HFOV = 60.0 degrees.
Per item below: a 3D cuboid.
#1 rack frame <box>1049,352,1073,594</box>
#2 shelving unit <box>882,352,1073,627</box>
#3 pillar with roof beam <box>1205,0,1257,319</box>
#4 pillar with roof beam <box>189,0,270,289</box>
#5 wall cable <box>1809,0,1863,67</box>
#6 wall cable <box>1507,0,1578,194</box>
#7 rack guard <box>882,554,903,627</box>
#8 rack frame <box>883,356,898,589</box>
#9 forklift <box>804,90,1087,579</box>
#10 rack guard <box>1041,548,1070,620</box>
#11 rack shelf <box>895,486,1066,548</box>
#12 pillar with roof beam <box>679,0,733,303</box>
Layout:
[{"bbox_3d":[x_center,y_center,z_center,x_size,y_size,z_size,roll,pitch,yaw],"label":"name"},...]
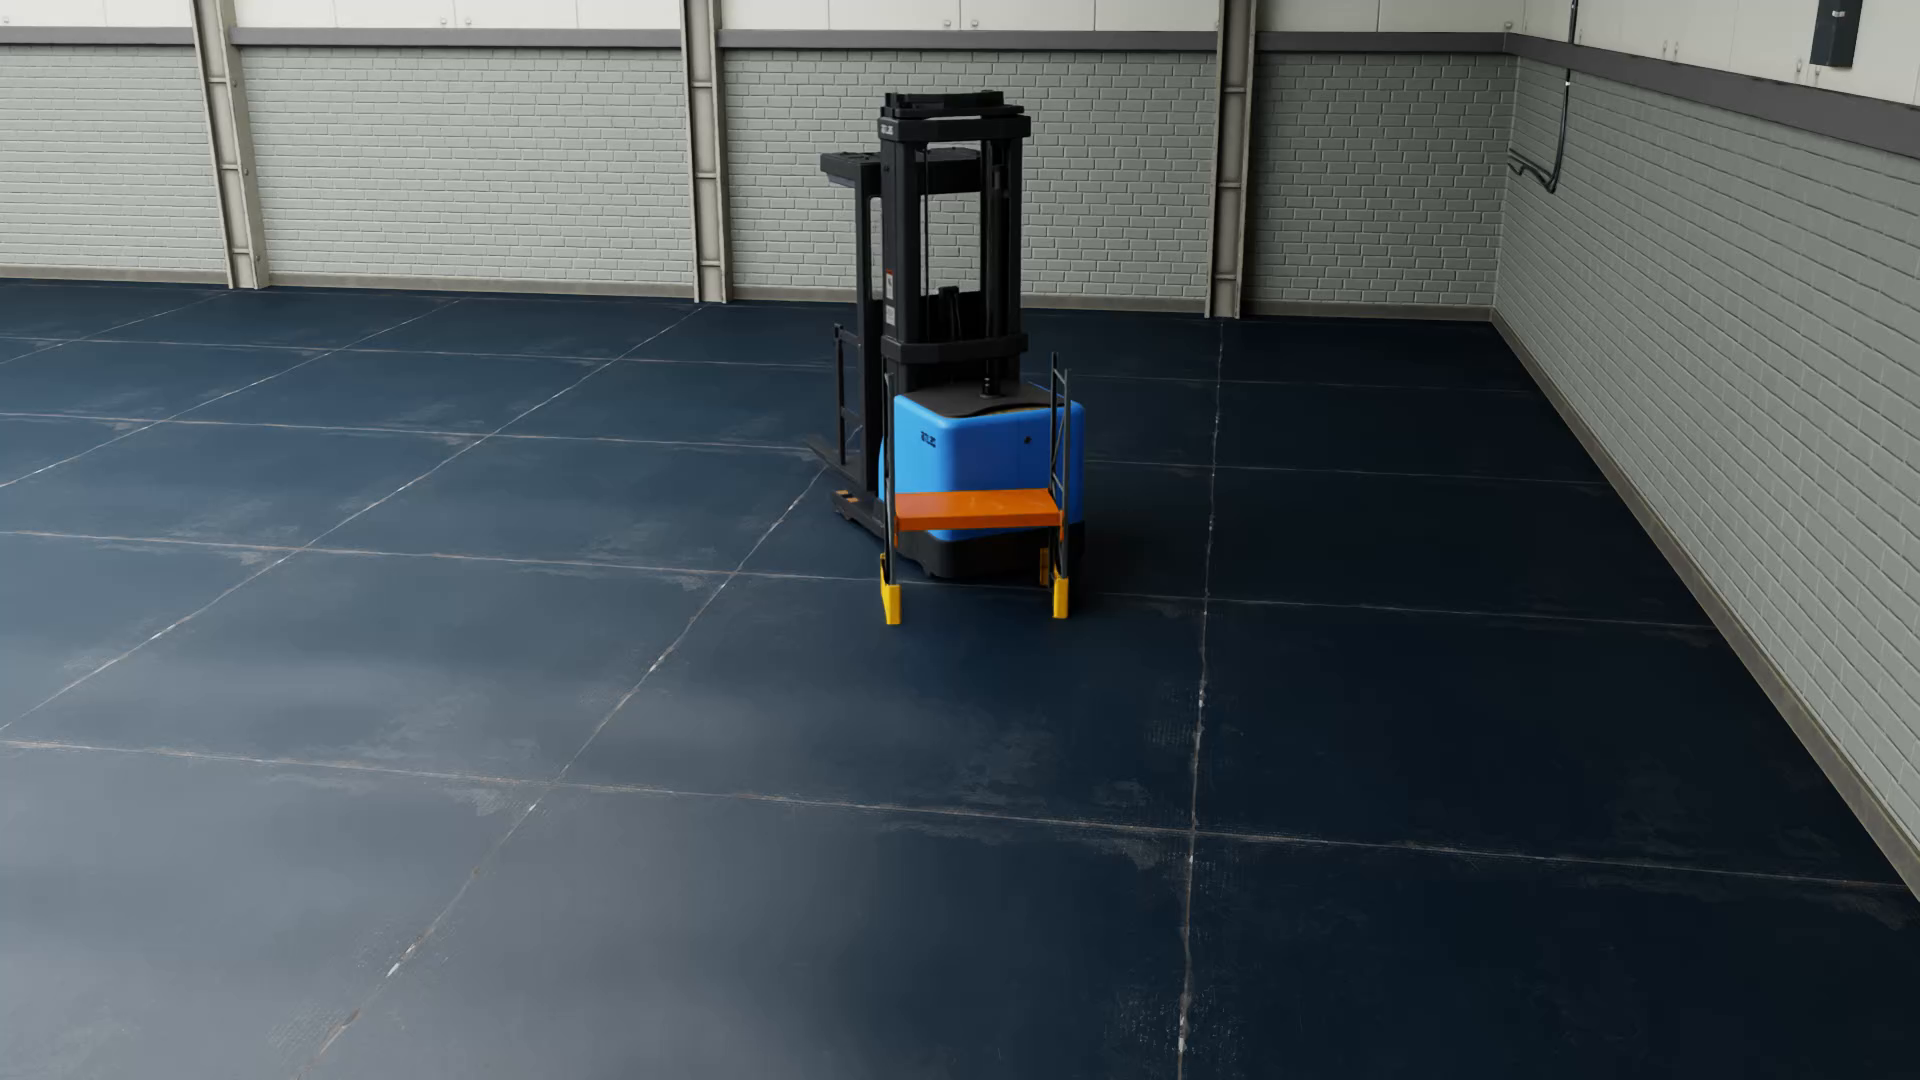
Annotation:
[{"bbox_3d":[0.600,-0.331,9.927,0.032,1.500,0.500,-2,19,-6],"label":"rack frame"},{"bbox_3d":[0.086,-0.312,9.871,1.083,1.500,0.587,-2,19,-6],"label":"shelving unit"},{"bbox_3d":[2.308,-5.477,13.489,0.400,9.000,9.100,3,19,9],"label":"pillar with roof beam"},{"bbox_3d":[-9.540,-6.081,15.294,0.400,9.000,9.100,3,19,9],"label":"pillar with roof beam"},{"bbox_3d":[4.168,-4.902,6.413,0.169,6.003,2.305,3,19,9],"label":"wall cable"},{"bbox_3d":[5.690,-4.790,16.331,0.112,2.526,3.097,3,19,9],"label":"wall cable"},{"bbox_3d":[-0.409,0.299,10.015,0.087,0.250,0.587,-2,19,-6],"label":"rack guard"},{"bbox_3d":[-0.410,-0.293,9.816,0.032,1.500,0.500,-2,19,-6],"label":"rack frame"},{"bbox_3d":[-0.269,-1.572,11.382,1.130,2.935,3.031,-8,20,-24],"label":"forklift"},{"bbox_3d":[0.581,0.263,10.124,0.087,0.250,0.587,-2,19,-6],"label":"rack guard"},{"bbox_3d":[0.095,-0.141,9.929,1.000,0.185,0.538,-2,19,-6],"label":"rack shelf"},{"bbox_3d":[-3.616,-5.779,14.392,0.400,9.000,9.100,3,19,9],"label":"pillar with roof beam"}]
